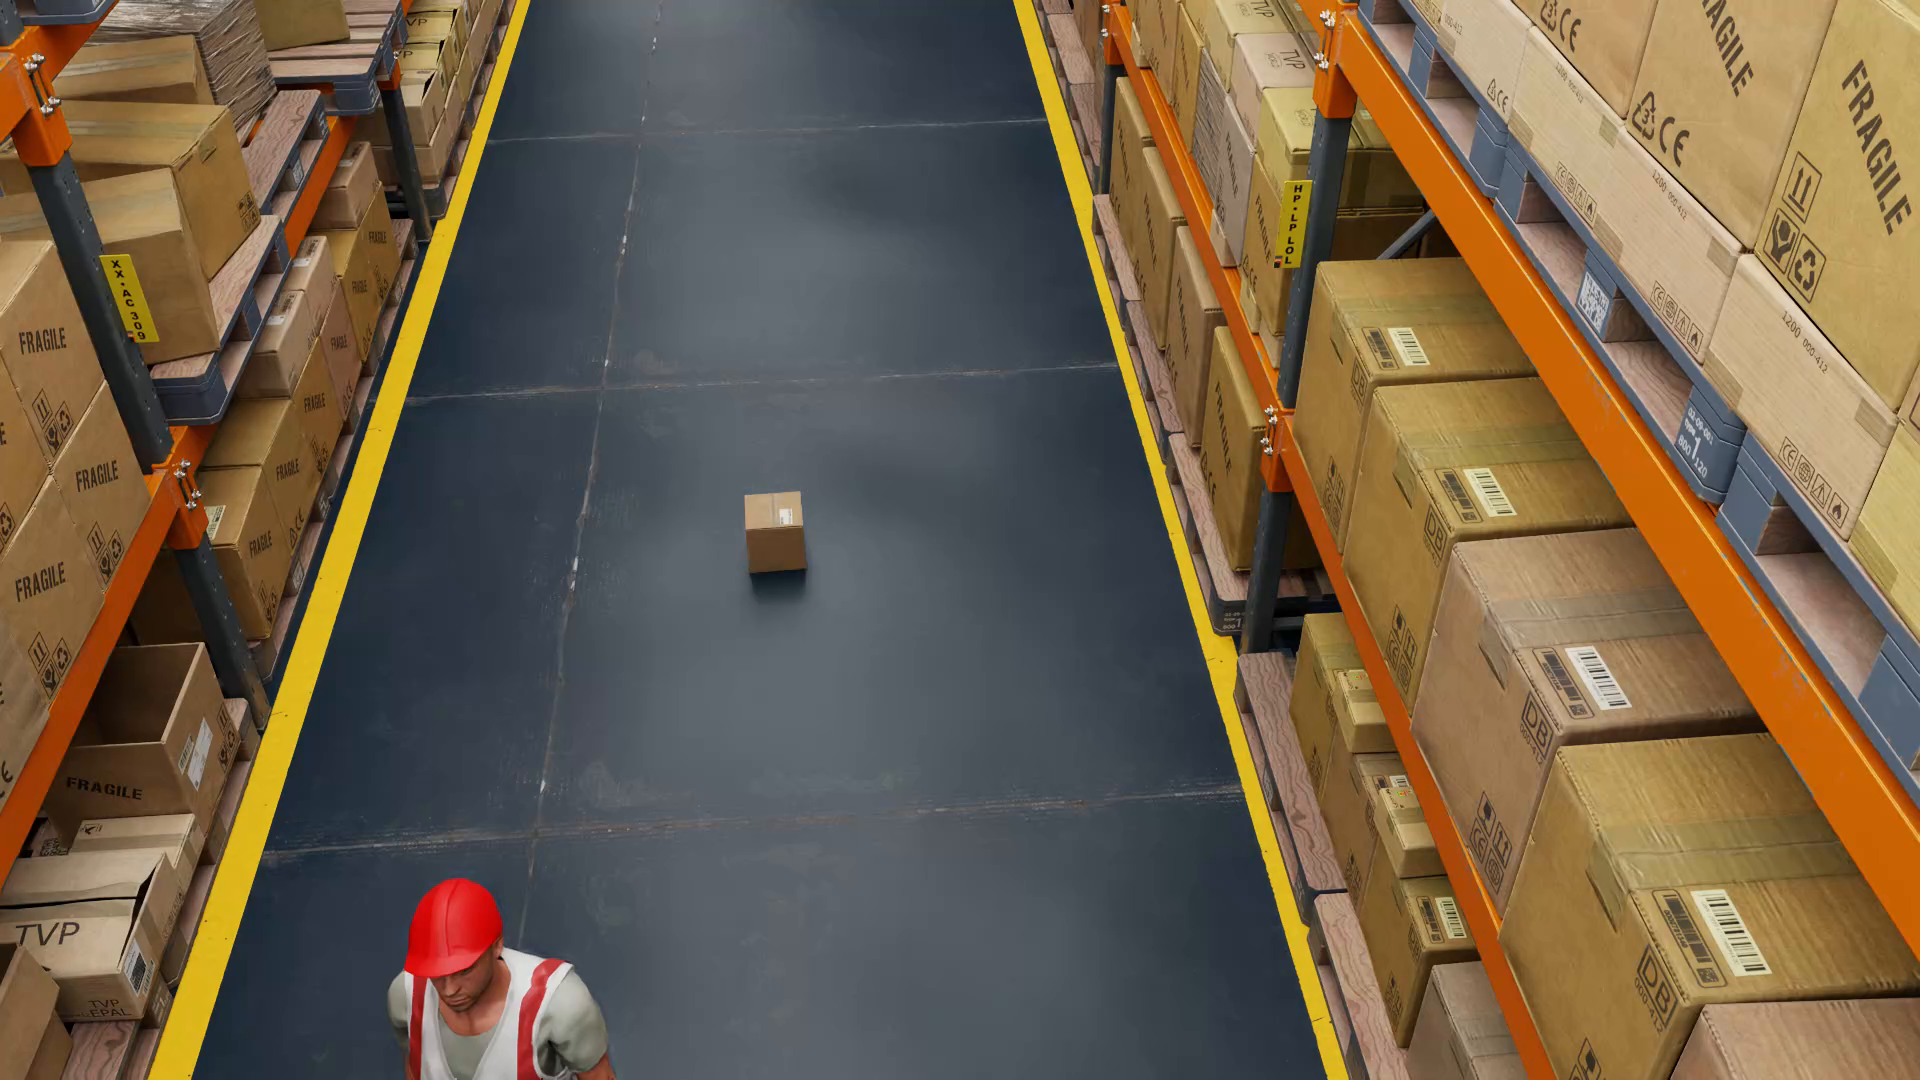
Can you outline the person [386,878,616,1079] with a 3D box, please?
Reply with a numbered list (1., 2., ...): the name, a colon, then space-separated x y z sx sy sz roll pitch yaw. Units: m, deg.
1. person: -1.128 1.500 4.230 0.545 1.781 0.545 6 39 8
